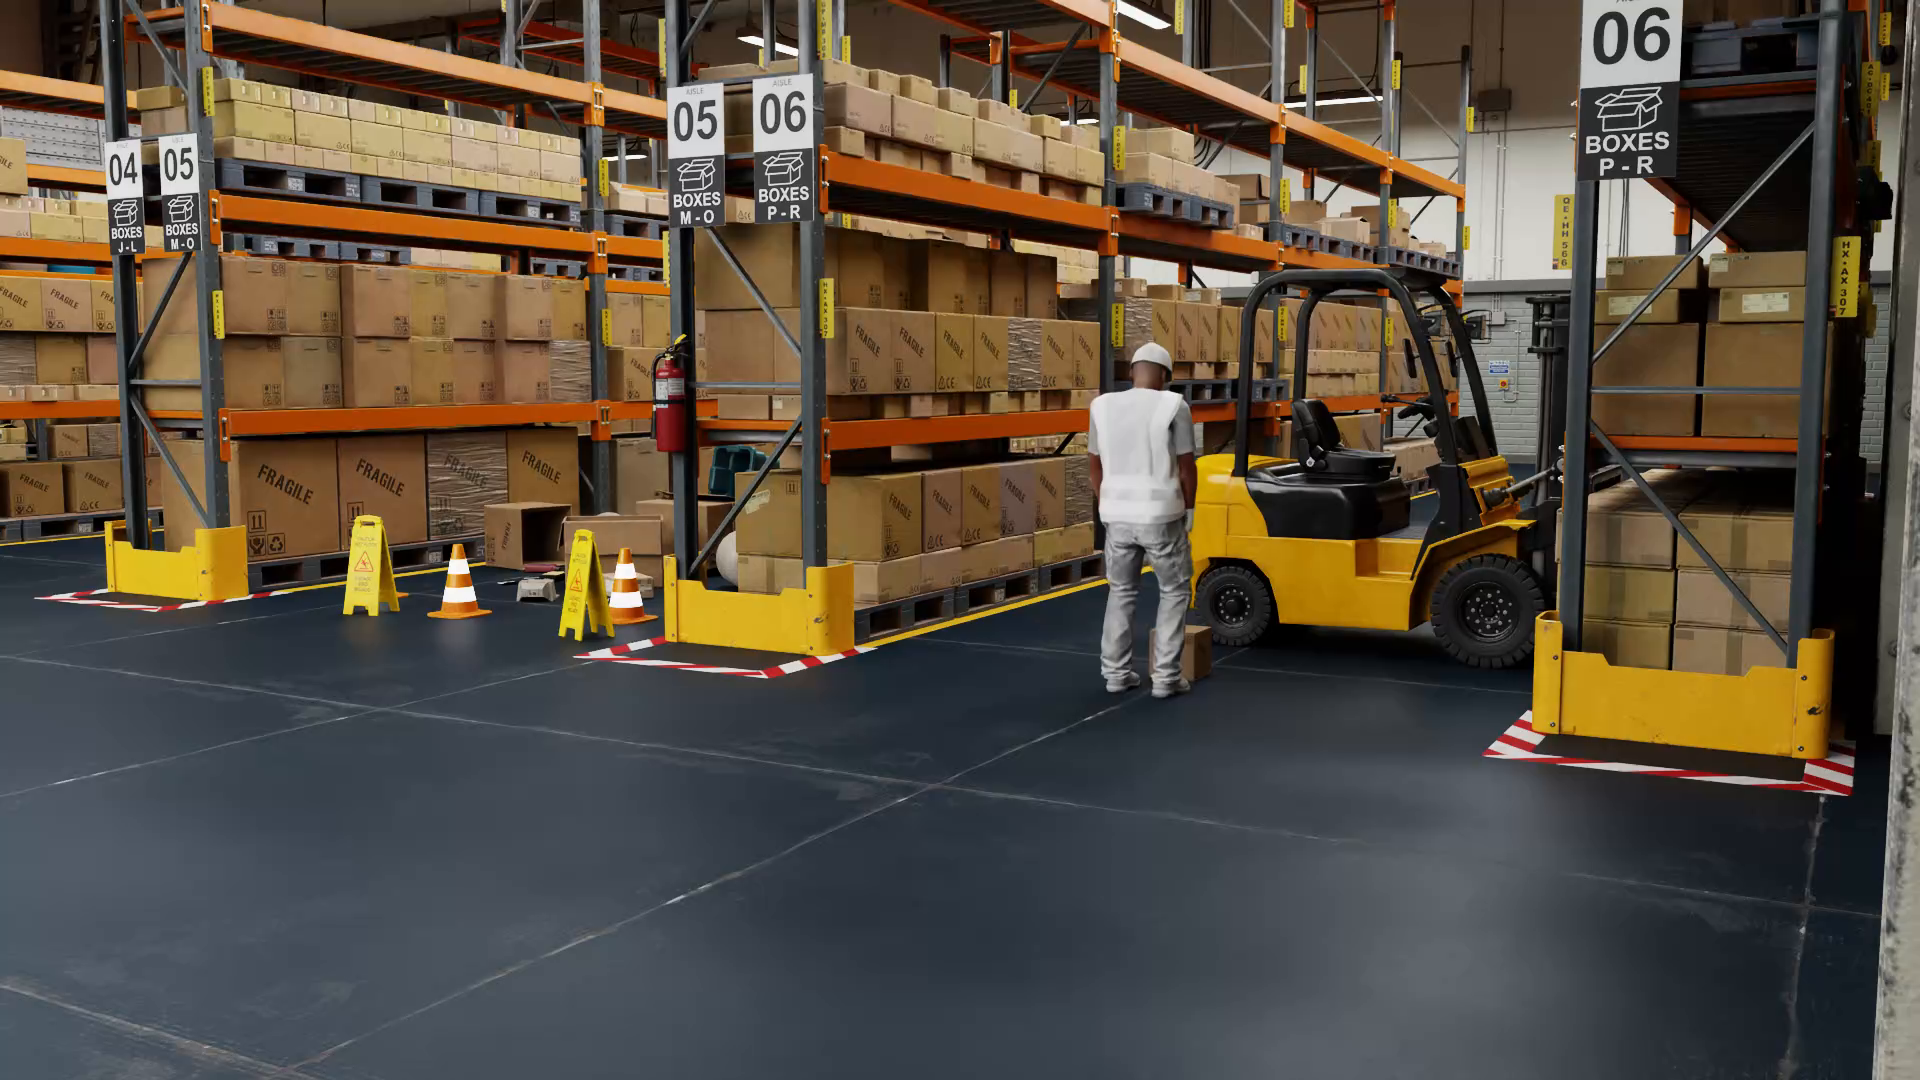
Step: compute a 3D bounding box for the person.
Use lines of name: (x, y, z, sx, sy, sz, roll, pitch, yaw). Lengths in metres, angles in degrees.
person: (0.905, -0.108, 8.250, 0.573, 1.732, 0.458, 3, 7, 30)
